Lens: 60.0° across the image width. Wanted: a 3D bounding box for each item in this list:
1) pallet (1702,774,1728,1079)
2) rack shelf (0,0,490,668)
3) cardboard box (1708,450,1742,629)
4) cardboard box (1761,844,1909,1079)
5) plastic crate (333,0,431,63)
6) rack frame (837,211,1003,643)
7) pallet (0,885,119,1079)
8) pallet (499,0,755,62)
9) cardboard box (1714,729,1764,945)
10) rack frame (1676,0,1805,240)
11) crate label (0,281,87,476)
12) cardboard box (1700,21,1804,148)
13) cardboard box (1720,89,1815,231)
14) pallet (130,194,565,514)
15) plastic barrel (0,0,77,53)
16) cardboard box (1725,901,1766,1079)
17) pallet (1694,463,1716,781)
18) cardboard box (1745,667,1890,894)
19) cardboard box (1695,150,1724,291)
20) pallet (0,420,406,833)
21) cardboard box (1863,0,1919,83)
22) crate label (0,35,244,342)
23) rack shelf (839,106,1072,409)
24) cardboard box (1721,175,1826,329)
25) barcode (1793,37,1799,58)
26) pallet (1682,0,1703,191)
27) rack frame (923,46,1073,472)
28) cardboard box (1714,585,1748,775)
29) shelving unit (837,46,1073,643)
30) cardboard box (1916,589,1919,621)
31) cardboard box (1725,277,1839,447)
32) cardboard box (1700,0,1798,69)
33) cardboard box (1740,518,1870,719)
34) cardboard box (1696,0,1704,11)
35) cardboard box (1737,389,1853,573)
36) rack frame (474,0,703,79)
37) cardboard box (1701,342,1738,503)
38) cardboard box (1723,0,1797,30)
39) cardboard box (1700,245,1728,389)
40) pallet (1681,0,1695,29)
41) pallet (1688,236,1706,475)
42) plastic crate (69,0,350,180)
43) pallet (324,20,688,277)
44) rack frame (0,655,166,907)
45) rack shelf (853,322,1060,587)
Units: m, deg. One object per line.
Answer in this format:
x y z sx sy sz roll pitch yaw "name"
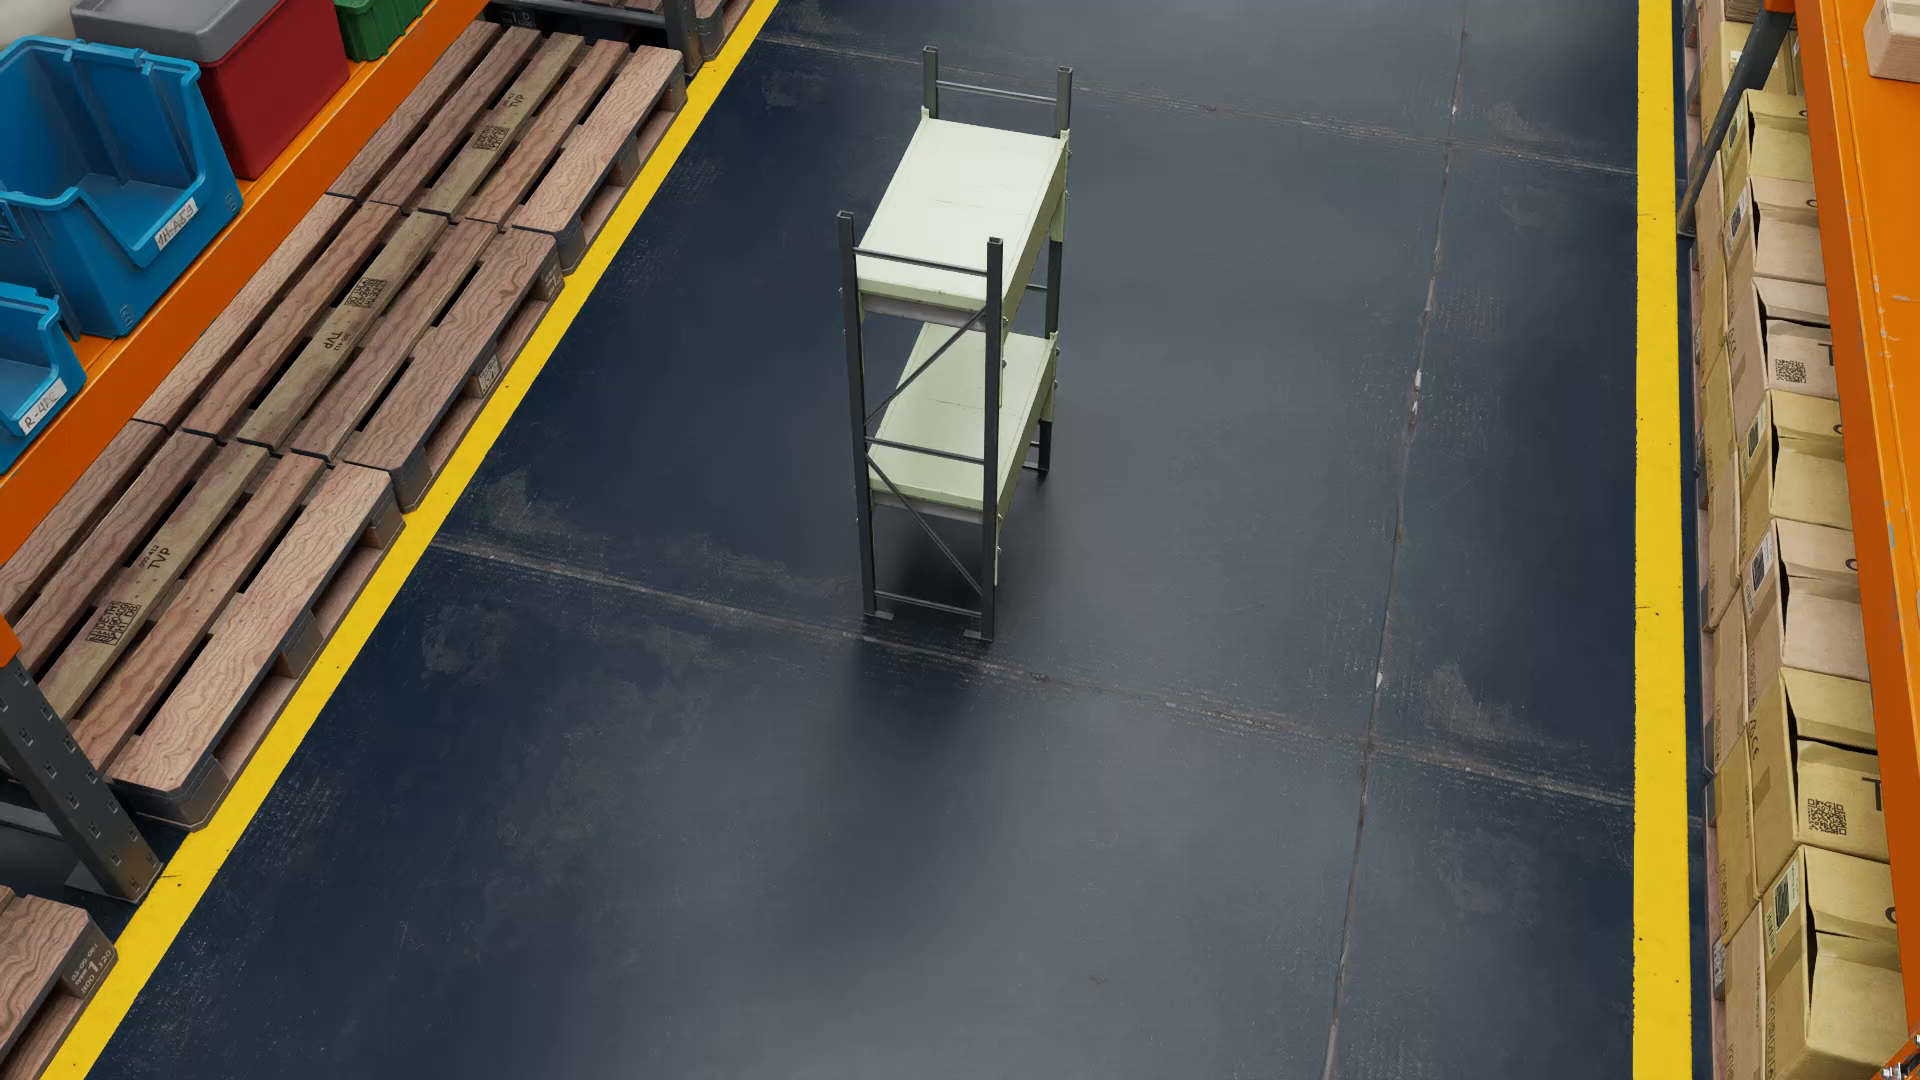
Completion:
2.395 1.147 4.097 1.003 0.211 1.213 12 50 10 "pallet"
-2.110 -1.377 4.944 1.077 0.370 4.000 12 50 10 "rack shelf"
2.444 0.045 4.764 0.500 0.250 0.500 12 50 11 "cardboard box"
2.041 0.970 3.573 0.500 0.311 0.500 13 50 11 "cardboard box"
-1.770 -1.676 4.870 0.450 0.188 0.662 12 50 10 "plastic crate"
-0.095 -0.236 4.458 0.400 1.500 0.023 12 50 10 "rack frame"
-2.804 1.333 3.933 1.003 0.211 1.213 12 50 10 "pallet"
-1.367 -2.616 7.418 1.003 0.211 1.213 12 50 10 "pallet"
2.176 0.781 4.114 0.500 0.250 0.500 11 49 10 "cardboard box"
3.194 -2.081 5.086 1.000 3.000 0.127 12 50 10 "rack frame"
-2.164 -0.344 3.664 0.303 0.233 0.416 12 50 10 "crate label"
3.105 -1.689 6.294 0.500 0.250 0.500 12 50 10 "cardboard box"
2.845 -1.246 5.529 0.500 0.311 0.500 12 50 10 "cardboard box"
-2.072 -0.678 5.707 1.003 0.211 1.213 12 50 10 "pallet"
-2.461 -1.296 4.319 0.421 0.512 0.421 0 49 0 "plastic barrel"
2.044 1.154 3.785 0.500 0.250 0.500 13 50 11 "cardboard box"
2.718 0.267 4.873 1.003 0.211 1.213 12 50 10 "pallet"
2.172 0.593 3.906 0.500 0.311 0.500 11 49 9 "cardboard box"
2.849 -1.068 5.745 0.500 0.250 0.500 10 49 9 "cardboard box"
-2.395 0.202 4.931 1.003 0.211 1.213 12 50 10 "pallet"
2.763 -1.398 4.650 0.380 0.149 0.250 12 50 10 "cardboard box"
-2.114 -0.845 3.972 0.502 0.435 0.616 12 50 10 "crate label"
0.002 -0.759 4.399 0.431 0.370 0.720 12 50 10 "rack shelf"
2.708 -0.885 5.210 0.500 0.311 0.500 11 49 10 "cardboard box"
2.725 -1.615 5.408 0.001 0.075 0.075 12 50 10 "barcode"
3.444 -1.726 6.632 1.003 0.211 1.213 12 50 10 "pallet"
0.098 -0.766 4.926 0.400 1.500 0.023 12 50 10 "rack frame"
2.312 0.418 4.435 0.500 0.250 0.500 13 50 11 "cardboard box"
0.002 -0.501 4.692 0.431 1.500 0.755 12 50 10 "shelving unit"
2.111 0.190 3.249 0.380 0.149 0.250 12 50 10 "cardboard box"
2.573 -0.511 4.880 0.500 0.311 0.500 10 49 9 "cardboard box"
3.246 -2.049 6.611 0.500 0.250 0.500 12 50 10 "cardboard box"
2.307 0.228 4.228 0.500 0.311 0.500 11 50 10 "cardboard box"
3.364 -2.413 6.933 0.500 0.250 0.500 12 50 10 "cardboard box"
2.441 -0.134 4.547 0.500 0.311 0.500 13 50 11 "cardboard box"
-1.584 -3.061 5.951 1.000 3.000 0.127 12 50 10 "rack frame"
2.579 -0.323 5.088 0.500 0.250 0.500 10 49 9 "cardboard box"
3.248 -2.296 6.330 0.500 0.500 0.500 12 50 10 "cardboard box"
2.713 -0.698 5.419 0.500 0.250 0.500 13 50 11 "cardboard box"
3.763 -2.611 7.413 1.003 0.211 1.213 12 50 10 "pallet"
3.038 -0.618 5.655 1.003 0.211 1.213 12 50 10 "pallet"
-1.916 -1.298 4.352 0.402 0.464 0.583 12 50 10 "plastic crate"
-1.753 -1.563 6.489 1.003 0.211 1.213 12 50 10 "pallet"
-2.637 -0.168 3.398 1.000 3.000 0.127 12 50 10 "rack frame"
0.002 -0.285 4.936 0.431 0.370 0.720 12 50 10 "rack shelf"
